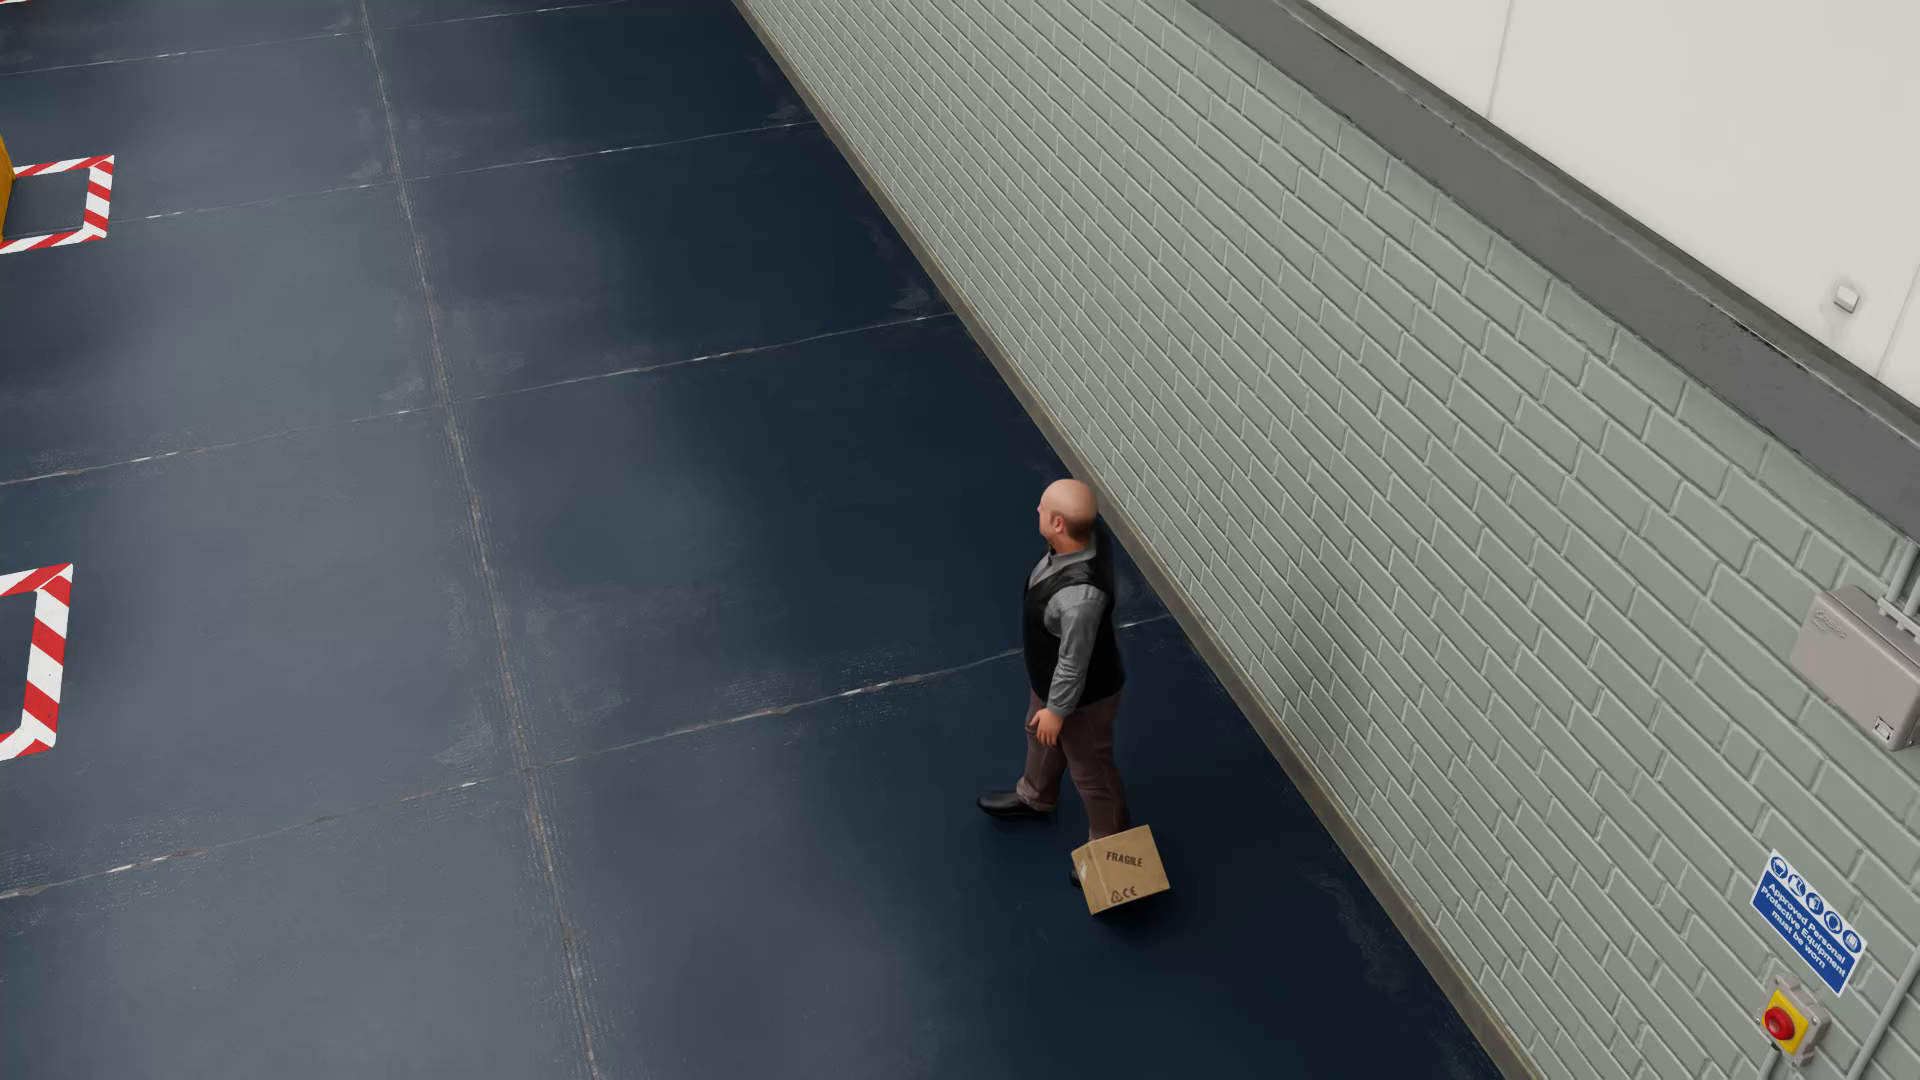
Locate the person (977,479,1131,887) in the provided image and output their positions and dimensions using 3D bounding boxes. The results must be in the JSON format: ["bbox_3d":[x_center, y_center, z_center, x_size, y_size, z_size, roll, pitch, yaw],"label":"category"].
[{"bbox_3d":[0.371,0.490,6.130,0.587,1.719,0.621,-3,38,-3],"label":"person"}]
